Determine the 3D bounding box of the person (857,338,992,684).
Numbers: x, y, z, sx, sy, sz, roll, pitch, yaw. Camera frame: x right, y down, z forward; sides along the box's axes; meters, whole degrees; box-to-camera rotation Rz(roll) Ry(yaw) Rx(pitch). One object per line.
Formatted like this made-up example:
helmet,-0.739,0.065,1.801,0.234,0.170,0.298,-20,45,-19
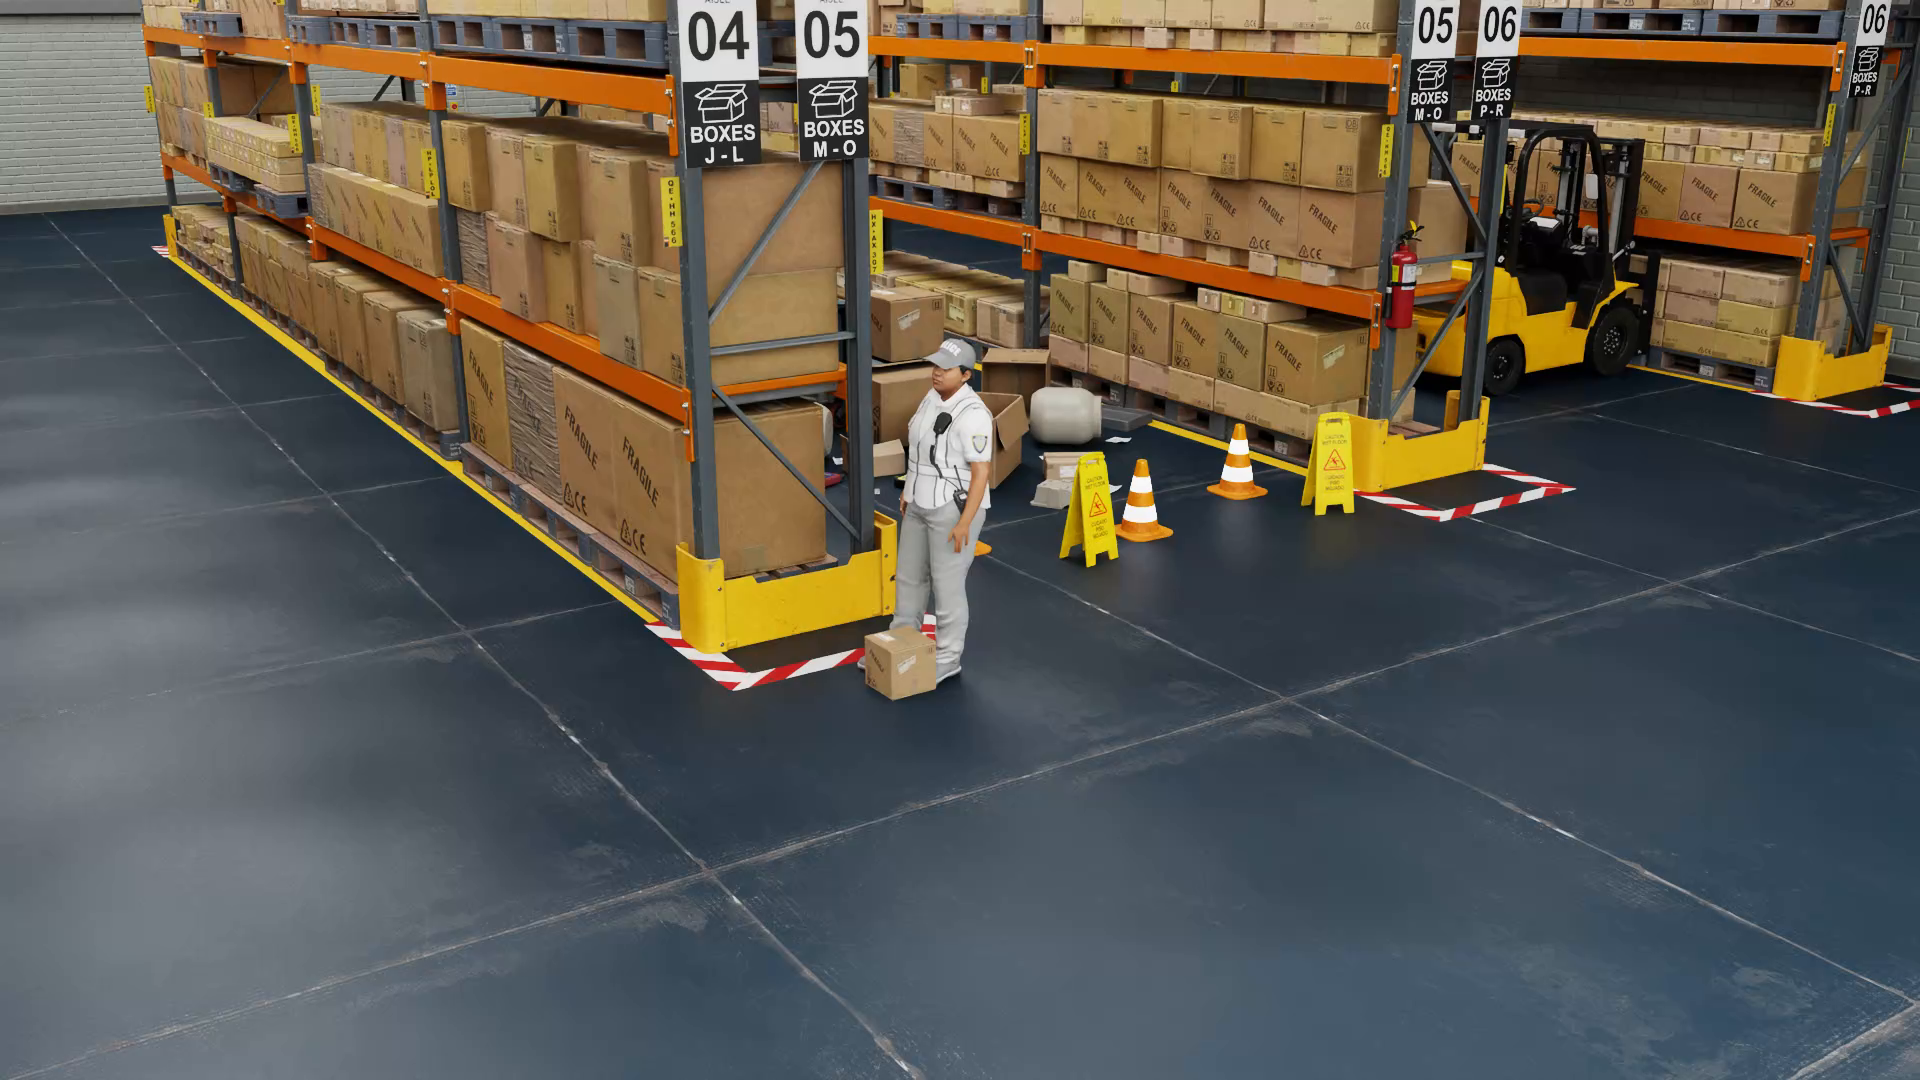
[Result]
person,-0.152,-0.132,7.920,0.529,1.670,0.598,-11,21,-30
